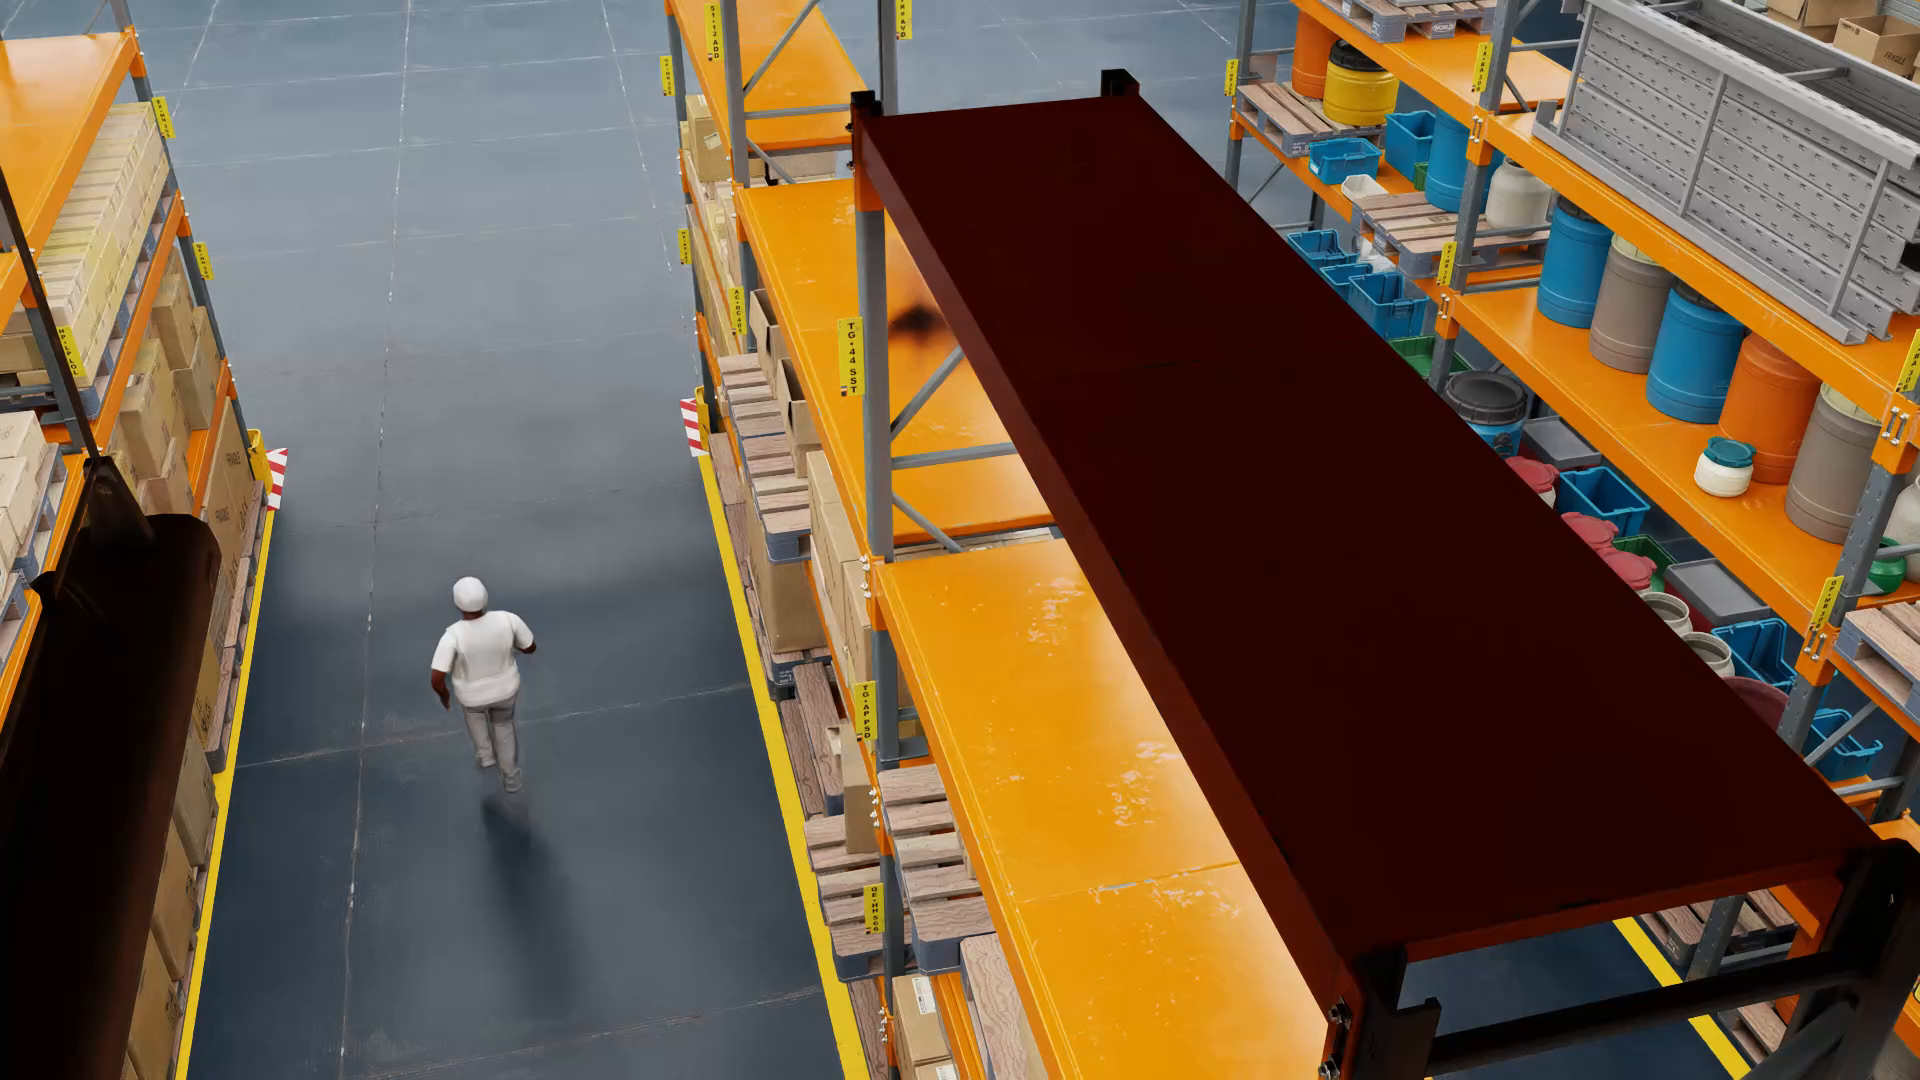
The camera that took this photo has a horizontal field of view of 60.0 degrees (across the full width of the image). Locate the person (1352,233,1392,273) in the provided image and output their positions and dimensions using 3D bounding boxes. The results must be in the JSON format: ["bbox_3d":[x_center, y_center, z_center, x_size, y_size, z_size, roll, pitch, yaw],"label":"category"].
[{"bbox_3d":[4.084,-2.696,16.583,0.672,1.673,0.623,-19,39,-26],"label":"person"}]

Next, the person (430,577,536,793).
[{"bbox_3d":[-3.118,0.937,10.987,0.687,1.656,0.725,-12,36,-16],"label":"person"}]

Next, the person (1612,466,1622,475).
[{"bbox_3d":[5.618,-1.254,14.379,0.655,1.743,0.652,-21,40,-28],"label":"person"}]

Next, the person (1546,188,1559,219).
[{"bbox_3d":[6.624,-3.951,18.458,0.769,1.620,0.543,10,36,14],"label":"person"}]
